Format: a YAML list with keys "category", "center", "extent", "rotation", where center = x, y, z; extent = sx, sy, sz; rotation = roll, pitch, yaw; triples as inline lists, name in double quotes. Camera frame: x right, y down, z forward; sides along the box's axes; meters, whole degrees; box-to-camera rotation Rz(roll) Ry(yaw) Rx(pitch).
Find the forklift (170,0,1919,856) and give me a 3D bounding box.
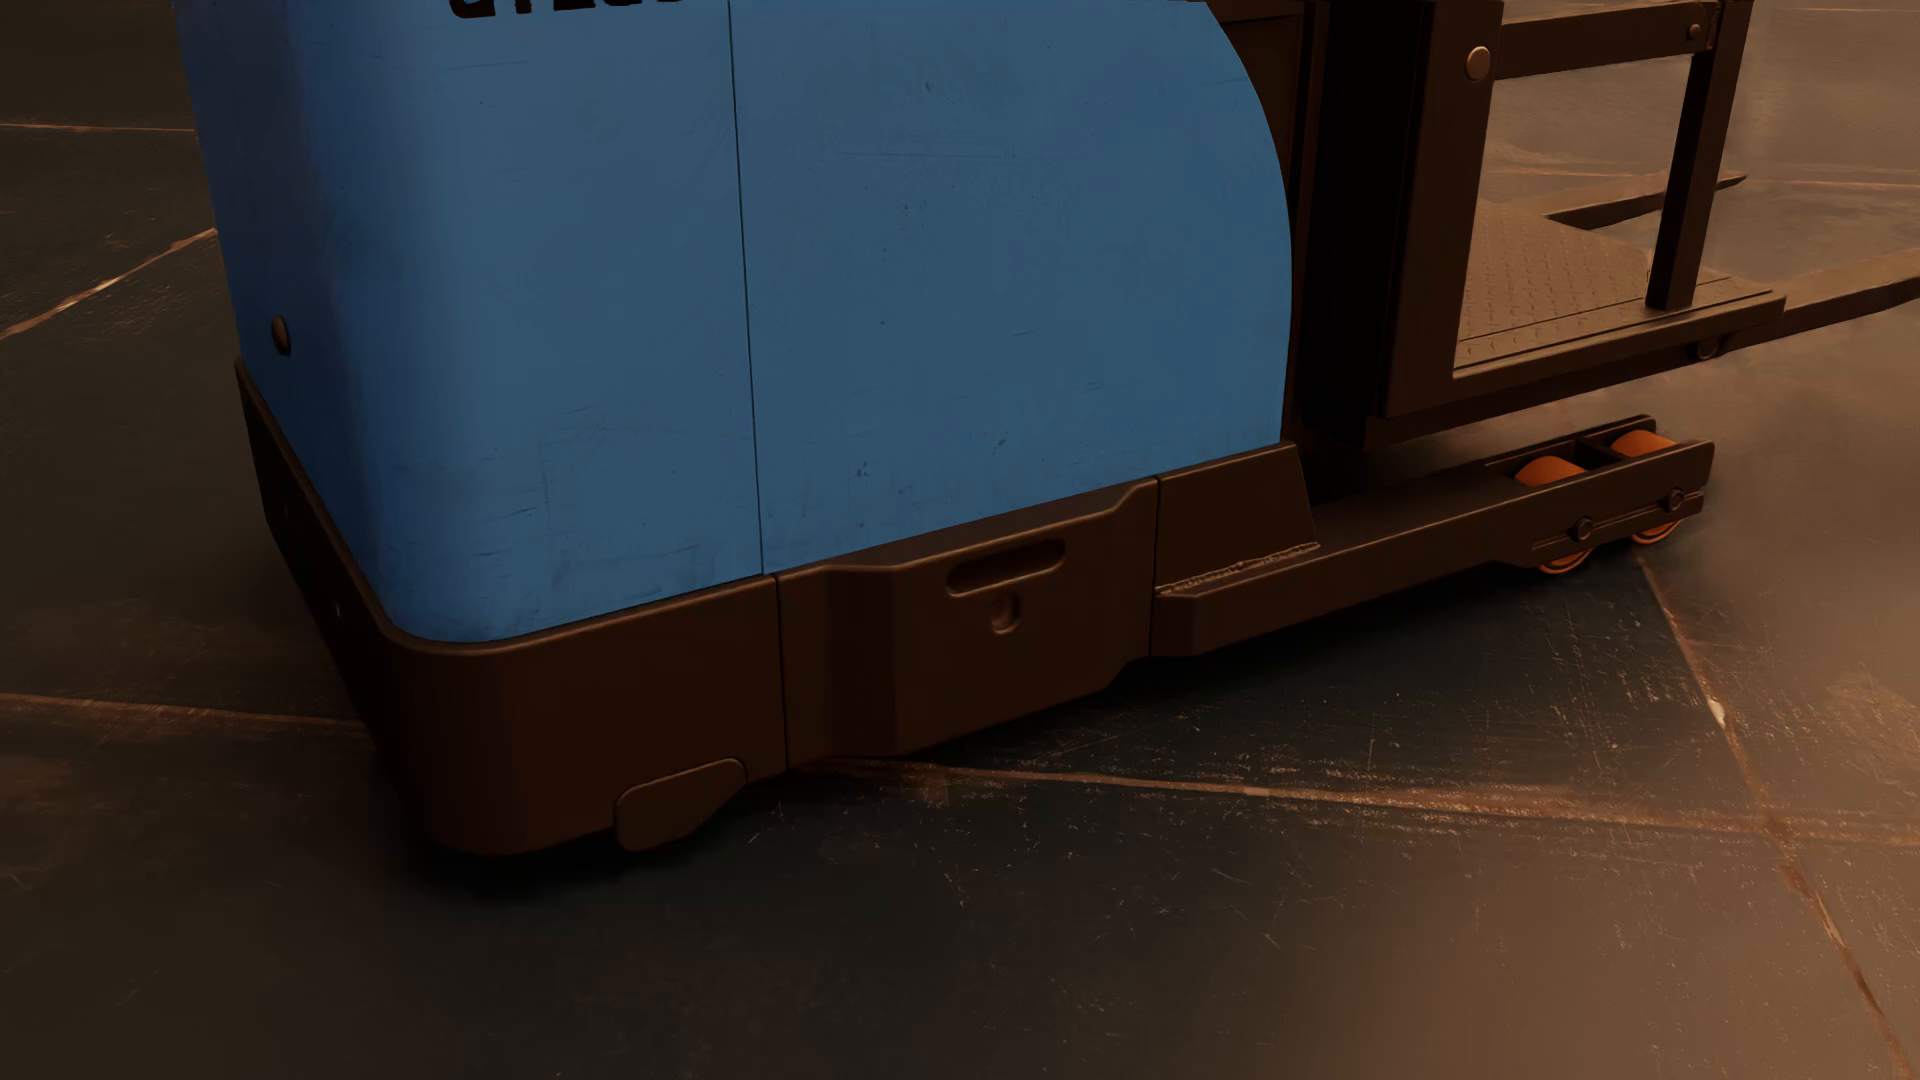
- category: "forklift"
  center: [0.526, -1.451, 2.124]
  extent: [3.031, 2.935, 1.130]
  rotation: [-15, 30, -27]
